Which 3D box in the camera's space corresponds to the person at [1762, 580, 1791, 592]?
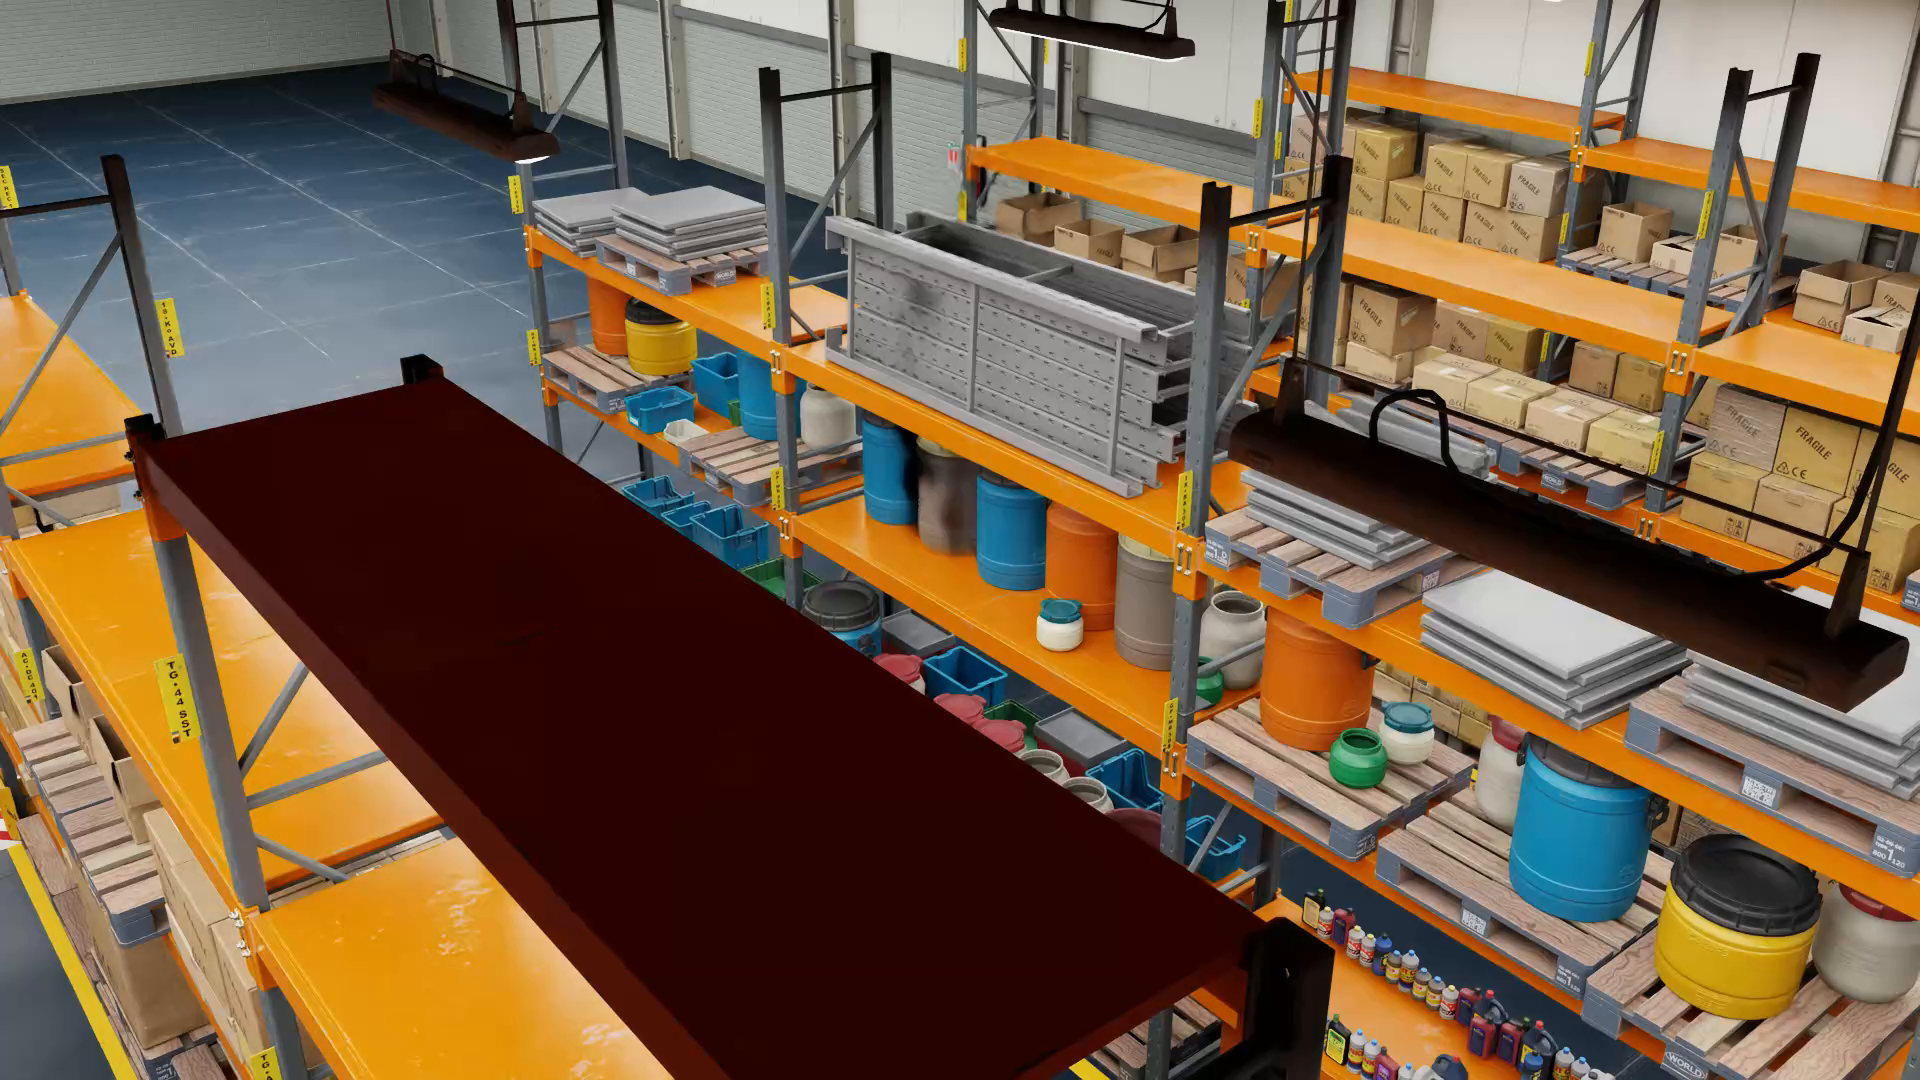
[{"bbox_3d":[6.923,1.036,14.196,0.528,1.696,0.887,-19,32,-34],"label":"person"}]
